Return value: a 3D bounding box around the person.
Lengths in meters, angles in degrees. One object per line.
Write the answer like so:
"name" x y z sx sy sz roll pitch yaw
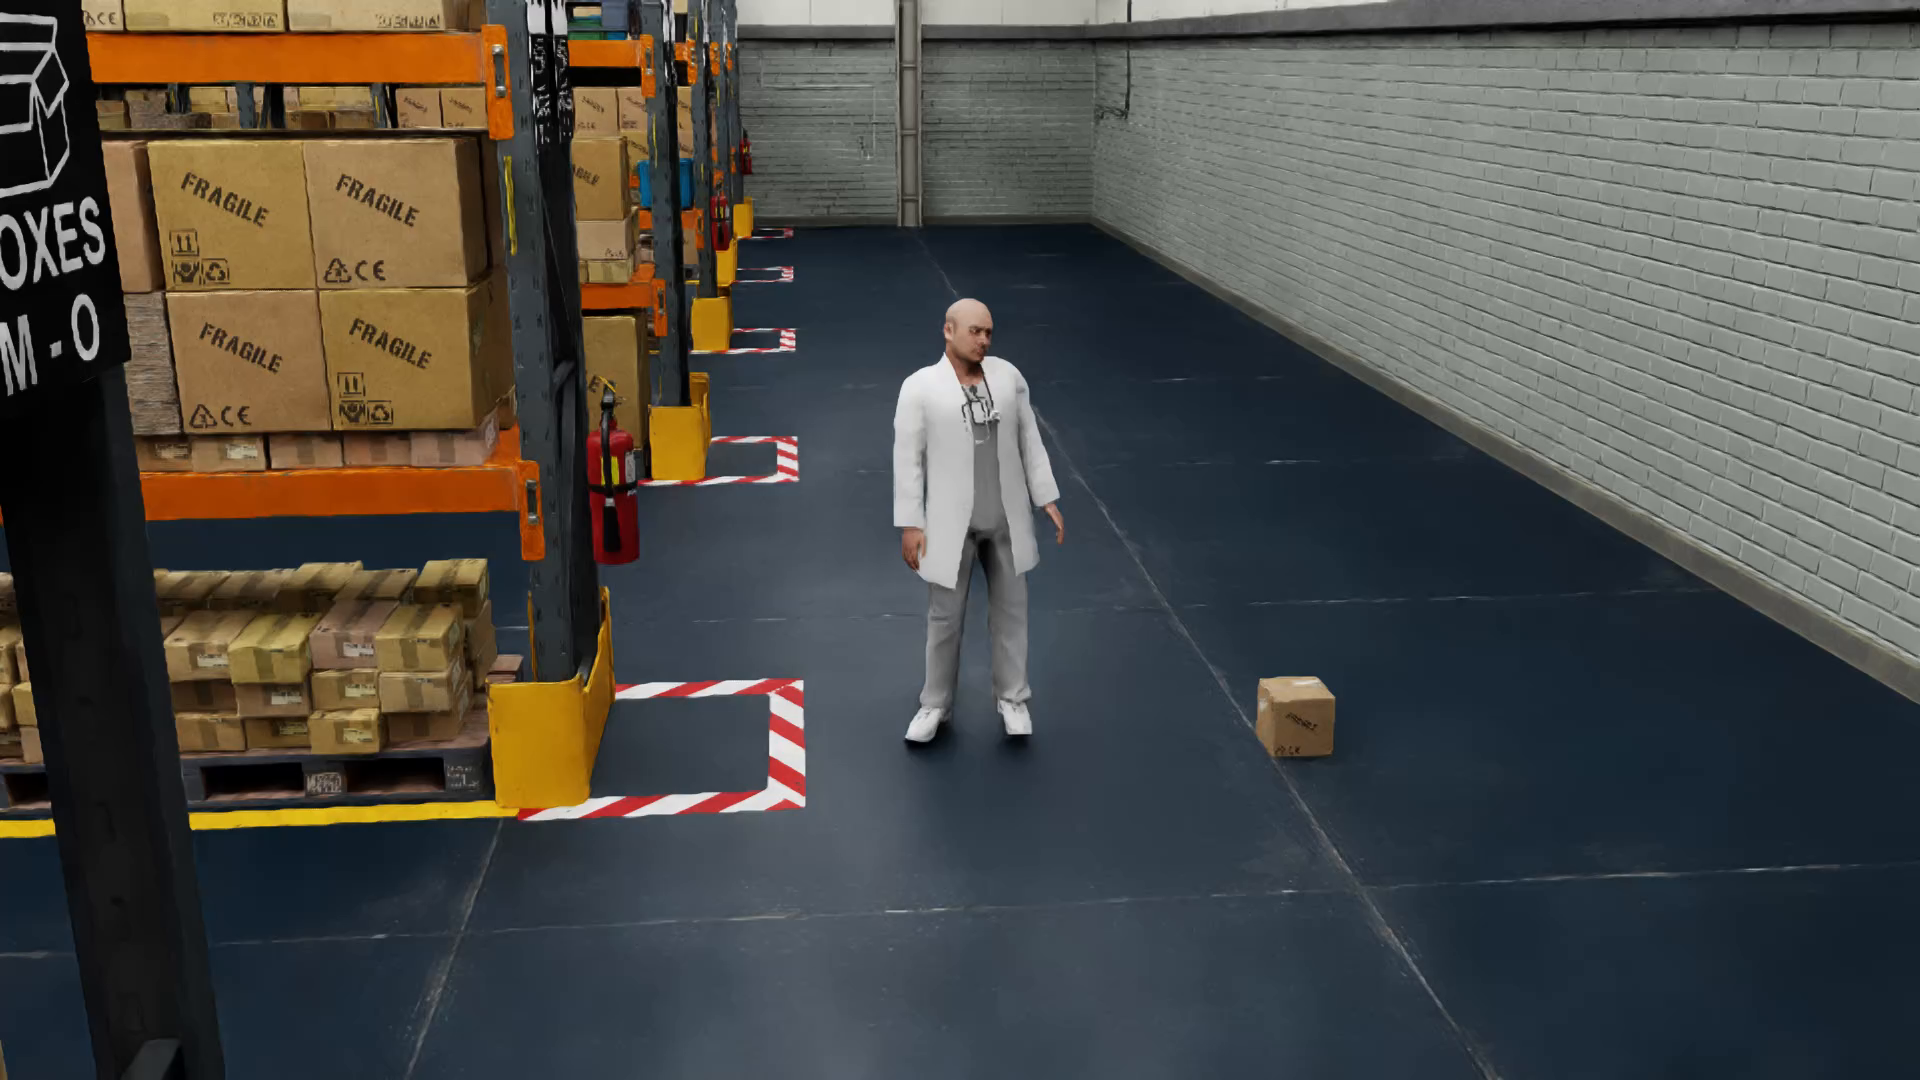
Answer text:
"person" 0.082 -0.069 6.683 0.692 1.795 0.434 -6 17 -18
